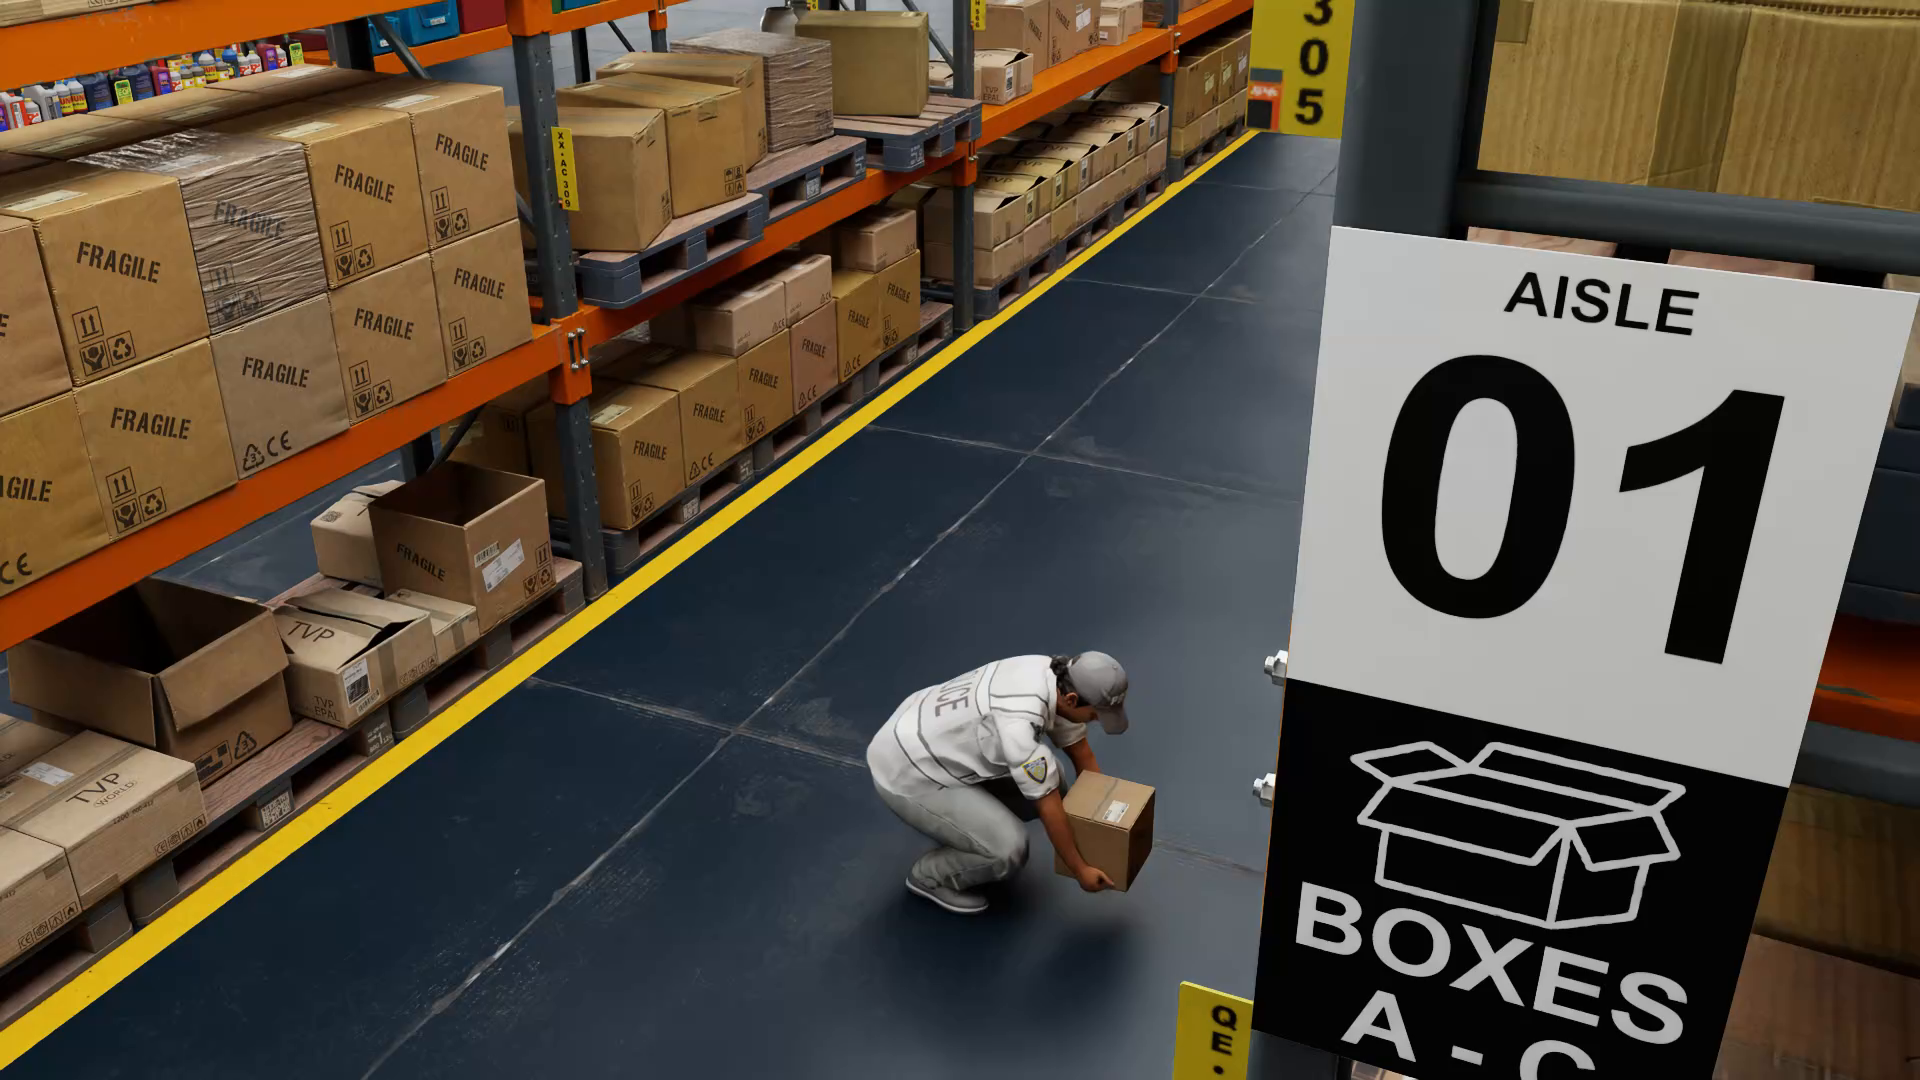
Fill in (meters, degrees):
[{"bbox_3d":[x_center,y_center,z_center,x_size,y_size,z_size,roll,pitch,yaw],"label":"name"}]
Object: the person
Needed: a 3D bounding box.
[{"bbox_3d":[0.145,0.749,5.425,0.883,0.947,0.509,11,28,21],"label":"person"}]
